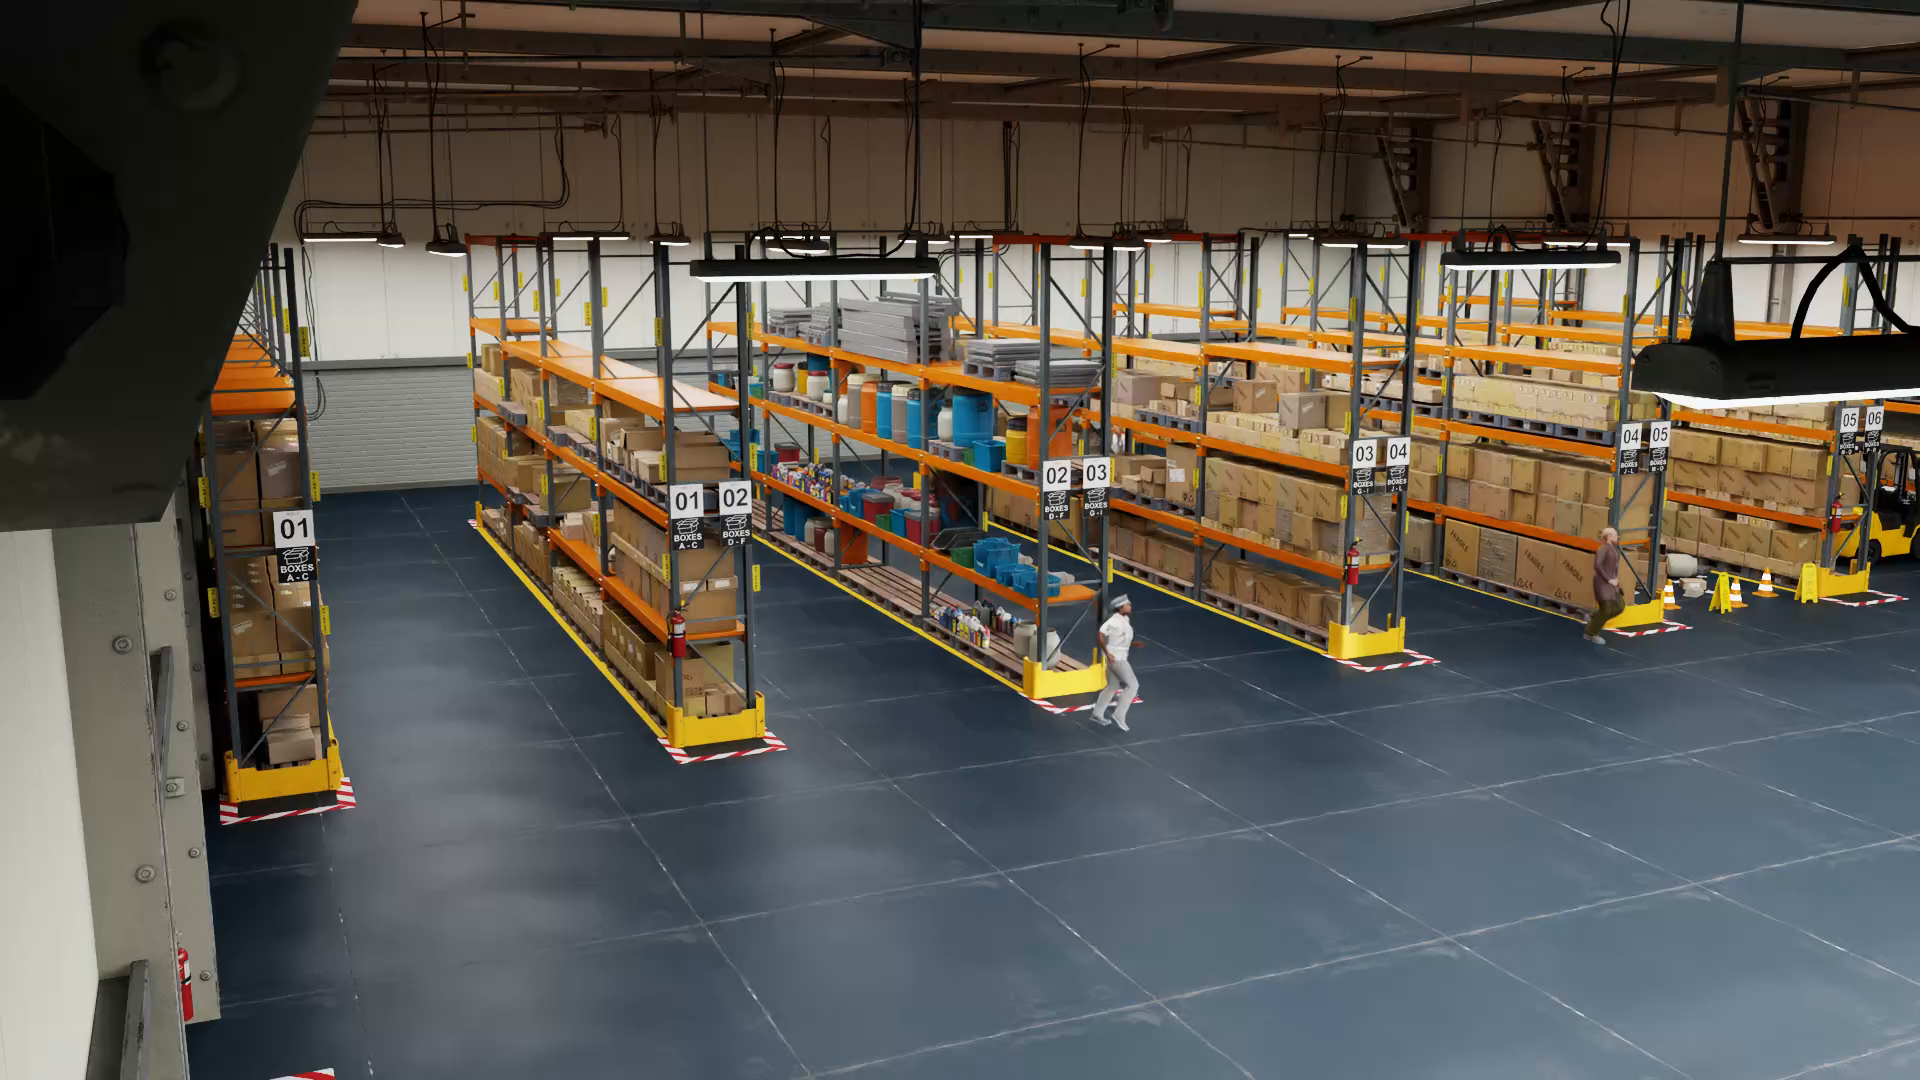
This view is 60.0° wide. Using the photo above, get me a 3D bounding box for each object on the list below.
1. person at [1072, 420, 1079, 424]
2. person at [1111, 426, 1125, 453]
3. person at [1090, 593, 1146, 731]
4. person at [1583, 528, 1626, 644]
[{"bbox_3d":[2.671,-2.052,39.463,0.584,1.631,0.482,-4,12,-18],"label":"person"},{"bbox_3d":[3.545,-1.714,37.354,0.683,1.805,0.785,-4,12,-20],"label":"person"},{"bbox_3d":[1.995,1.519,20.935,0.683,1.722,0.561,2,11,10],"label":"person"},{"bbox_3d":[9.804,0.721,25.203,0.561,1.632,0.774,8,14,36],"label":"person"}]
